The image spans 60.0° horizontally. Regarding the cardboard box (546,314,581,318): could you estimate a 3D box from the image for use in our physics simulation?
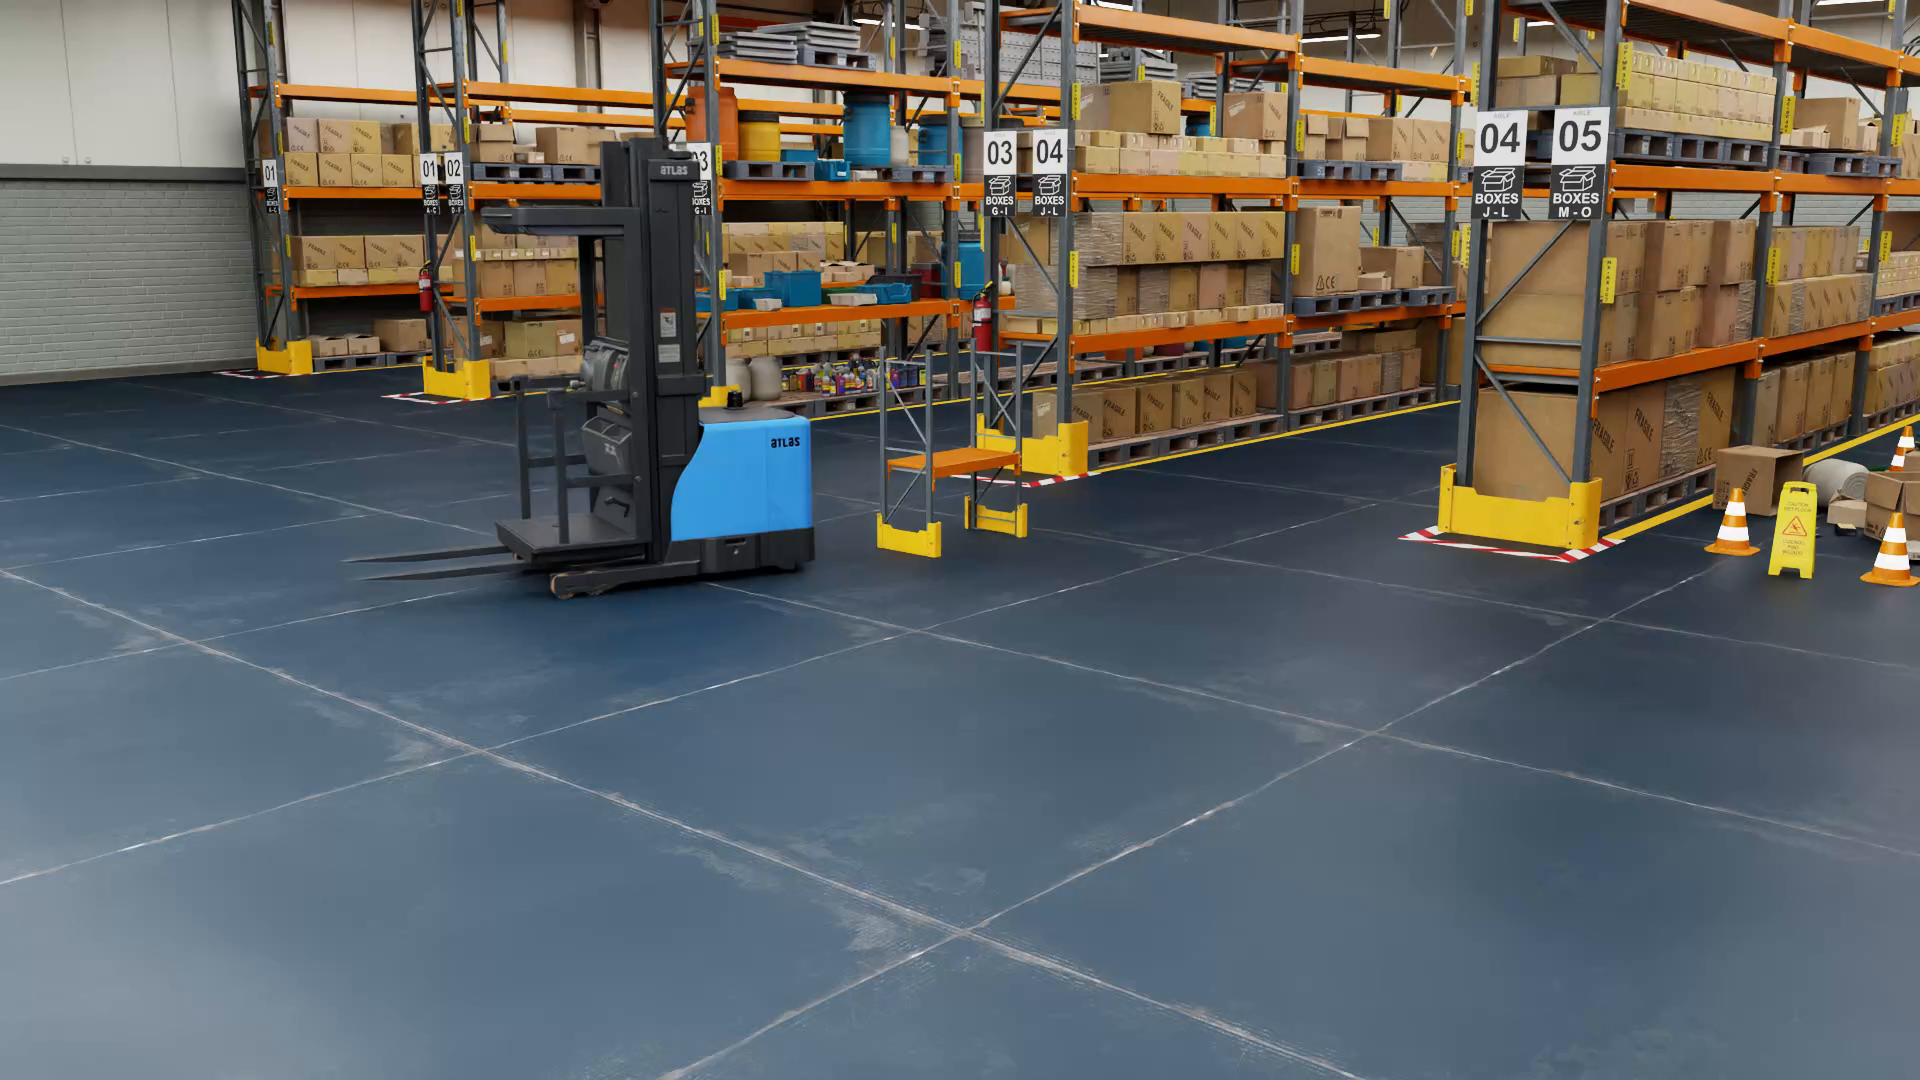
[{"bbox_3d":[-5.684,-3.000,24.109,0.500,0.500,0.500,10,15,40],"label":"cardboard box"}]

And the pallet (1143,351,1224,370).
[{"bbox_3d":[3.499,-2.904,26.712,1.003,0.211,1.213,10,15,40],"label":"pallet"}]

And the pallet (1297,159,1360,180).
[{"bbox_3d":[3.772,-4.198,18.894,1.213,0.211,1.003,10,15,40],"label":"pallet"}]

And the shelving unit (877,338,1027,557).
[{"bbox_3d":[-0.050,-0.724,12.508,0.587,1.500,1.083,10,15,40],"label":"shelving unit"}]

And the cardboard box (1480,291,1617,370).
[{"bbox_3d":[4.514,-1.632,12.840,0.875,0.550,0.550,10,15,40],"label":"cardboard box"}]

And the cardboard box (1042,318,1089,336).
[{"bbox_3d":[1.011,-2.042,15.918,0.380,0.149,0.250,10,15,40],"label":"cardboard box"}]

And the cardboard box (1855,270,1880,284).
[{"bbox_3d":[10.054,-2.949,18.626,0.380,0.149,0.250,11,15,43],"label":"cardboard box"}]

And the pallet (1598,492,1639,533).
[{"bbox_3d":[4.772,-0.258,13.465,1.003,0.211,1.213,10,15,40],"label":"pallet"}]

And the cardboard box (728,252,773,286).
[{"bbox_3d":[-3.288,-4.261,26.133,0.500,0.500,0.500,-11,16,-43],"label":"cardboard box"}]

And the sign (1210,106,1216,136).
[{"bbox_3d":[2.865,-4.731,18.758,0.100,0.325,0.005,10,15,40],"label":"sign"}]

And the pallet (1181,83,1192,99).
[{"bbox_3d":[2.703,-6.727,24.918,1.213,0.211,1.003,10,15,40],"label":"pallet"}]

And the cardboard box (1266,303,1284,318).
[{"bbox_3d":[3.363,-2.550,18.460,0.380,0.149,0.250,10,15,40],"label":"cardboard box"}]

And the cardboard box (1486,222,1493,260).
[{"bbox_3d":[6.852,-4.073,22.629,0.797,0.503,0.637,10,15,42],"label":"cardboard box"}]

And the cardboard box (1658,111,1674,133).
[{"bbox_3d":[5.270,-3.221,12.837,0.380,0.149,0.250,10,15,41],"label":"cardboard box"}]

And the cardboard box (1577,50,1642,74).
[{"bbox_3d":[4.762,-3.500,12.194,0.380,0.149,0.250,10,15,41],"label":"cardboard box"}]

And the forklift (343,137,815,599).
[{"bbox_3d":[-2.563,-1.173,11.099,3.031,2.935,1.130,-6,13,-28],"label":"forklift"}]

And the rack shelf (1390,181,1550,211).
[{"bbox_3d":[7.245,-4.743,22.980,1.077,0.370,4.000,10,15,40],"label":"rack shelf"}]

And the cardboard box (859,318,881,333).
[{"bbox_3d":[-1.675,-3.636,27.774,0.500,0.311,0.500,10,15,42],"label":"cardboard box"}]

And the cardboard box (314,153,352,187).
[{"bbox_3d":[-9.729,-5.696,25.608,0.500,0.500,0.500,-11,16,-44],"label":"cardboard box"}]

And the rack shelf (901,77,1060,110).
[{"bbox_3d":[0.884,-6.070,22.986,1.077,0.370,4.000,10,15,40],"label":"rack shelf"}]

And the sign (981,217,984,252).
[{"bbox_3d":[0.240,-2.952,16.067,0.100,0.325,0.005,10,15,40],"label":"sign"}]

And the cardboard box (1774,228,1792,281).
[{"bbox_3d":[7.605,-2.776,16.141,0.700,0.500,0.500,9,15,39],"label":"cardboard box"}]

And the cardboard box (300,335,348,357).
[{"bbox_3d":[-9.994,-3.063,26.128,0.500,0.311,0.500,8,14,34],"label":"cardboard box"}]

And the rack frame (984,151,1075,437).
[{"bbox_3d":[0.644,-2.154,15.838,1.000,3.000,0.127,10,15,40],"label":"rack frame"}]

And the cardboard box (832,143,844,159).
[{"bbox_3d":[-2.311,-7.994,34.558,0.500,0.500,0.500,10,15,40],"label":"cardboard box"}]

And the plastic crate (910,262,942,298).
[{"bbox_3d":[-0.346,-3.525,22.539,0.402,0.464,0.583,10,15,40],"label":"plastic crate"}]

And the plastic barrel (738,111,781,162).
[{"bbox_3d":[-2.420,-4.748,19.612,0.600,0.588,0.600,0,11,0],"label":"plastic barrel"}]

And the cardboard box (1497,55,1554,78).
[{"bbox_3d":[4.270,-3.585,12.622,0.380,0.149,0.250,10,15,41],"label":"cardboard box"}]

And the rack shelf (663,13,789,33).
[{"bbox_3d":[-3.917,-9.765,31.980,1.077,0.370,4.000,10,15,40],"label":"rack shelf"}]

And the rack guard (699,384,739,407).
[{"bbox_3d":[-3.062,-1.586,19.375,1.175,0.500,0.348,10,15,40],"label":"rack guard"}]

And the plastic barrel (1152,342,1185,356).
[{"bbox_3d":[3.260,-3.235,26.335,0.600,0.588,0.708,10,15,40],"label":"plastic barrel"}]

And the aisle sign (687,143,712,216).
[{"bbox_3d":[-2.904,-4.021,18.546,0.394,0.787,0.004,10,15,40],"label":"aisle sign"}]

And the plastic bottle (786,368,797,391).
[{"bbox_3d":[-2.130,-2.025,21.001,0.061,0.283,0.133,10,15,42],"label":"plastic bottle"}]

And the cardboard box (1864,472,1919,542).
[{"bbox_3d":[7.346,-0.234,12.600,0.797,0.503,0.637,0,11,1],"label":"cardboard box"}]

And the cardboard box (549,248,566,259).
[{"bbox_3d":[-5.694,-3.985,23.091,0.380,0.149,0.250,9,14,38],"label":"cardboard box"}]

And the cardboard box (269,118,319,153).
[{"bbox_3d":[-10.082,-6.121,25.180,0.500,0.500,0.500,8,14,36],"label":"cardboard box"}]

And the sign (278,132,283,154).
[{"bbox_3d":[-10.111,-5.905,24.726,0.100,0.325,0.005,10,15,40],"label":"sign"}]

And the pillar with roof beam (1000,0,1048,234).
[{"bbox_3d":[4.410,-9.324,36.417,9.100,9.000,0.548,10,15,40],"label":"pillar with roof beam"}]

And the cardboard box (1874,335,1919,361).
[{"bbox_3d":[11.235,-2.316,20.041,0.500,0.250,0.500,9,14,38],"label":"cardboard box"}]

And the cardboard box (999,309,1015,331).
[{"bbox_3d":[0.683,-4.010,30.386,0.500,0.500,0.500,10,15,41],"label":"cardboard box"}]

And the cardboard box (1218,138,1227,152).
[{"bbox_3d":[2.553,-4.102,17.299,0.380,0.149,0.250,11,15,42],"label":"cardboard box"}]

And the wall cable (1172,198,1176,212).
[{"bbox_3d":[4.045,-8.634,40.894,3.097,2.526,0.112,10,15,40],"label":"wall cable"}]

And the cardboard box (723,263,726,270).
[{"bbox_3d":[-4.673,-5.193,31.645,0.380,0.149,0.250,10,15,41],"label":"cardboard box"}]

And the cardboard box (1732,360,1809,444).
[{"bbox_3d":[7.925,-1.434,16.902,1.050,0.750,0.750,10,15,40],"label":"cardboard box"}]

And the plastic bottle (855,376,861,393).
[{"bbox_3d":[-1.288,-1.944,20.808,0.097,0.201,0.097,0,11,0],"label":"plastic bottle"}]

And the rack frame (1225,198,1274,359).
[{"bbox_3d":[4.845,-4.560,27.883,1.000,3.000,0.127,10,15,40],"label":"rack frame"}]

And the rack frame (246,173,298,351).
[{"bbox_3d":[-10.519,-4.075,25.457,1.000,3.000,0.127,10,15,40],"label":"rack frame"}]

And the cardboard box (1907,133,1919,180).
[{"bbox_3d":[10.485,-4.319,18.763,0.500,0.500,0.500,10,15,40],"label":"cardboard box"}]

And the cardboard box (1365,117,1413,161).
[{"bbox_3d":[5.129,-4.846,20.125,0.500,0.500,0.500,10,15,41],"label":"cardboard box"}]

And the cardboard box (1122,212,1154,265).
[{"bbox_3d":[1.547,-2.958,16.293,0.500,0.500,0.500,10,15,40],"label":"cardboard box"}]

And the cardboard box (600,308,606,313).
[{"bbox_3d":[-6.734,-3.917,29.921,0.700,0.500,0.500,10,15,41],"label":"cardboard box"}]

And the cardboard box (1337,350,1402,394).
[{"bbox_3d":[5.141,-2.137,21.009,0.700,0.500,0.500,8,14,36],"label":"cardboard box"}]

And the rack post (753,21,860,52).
[{"bbox_3d":[-1.821,-5.988,19.911,0.937,0.300,0.954,9,15,39],"label":"rack post"}]

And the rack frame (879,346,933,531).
[{"bbox_3d":[-0.392,-0.648,12.127,0.500,1.500,0.032,10,15,40],"label":"rack frame"}]

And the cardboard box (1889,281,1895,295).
[{"bbox_3d":[10.563,-2.917,19.224,0.380,0.149,0.250,11,16,43],"label":"cardboard box"}]

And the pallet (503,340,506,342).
[{"bbox_3d":[-7.365,-3.411,29.251,1.003,0.211,1.213,10,15,40],"label":"pallet"}]
